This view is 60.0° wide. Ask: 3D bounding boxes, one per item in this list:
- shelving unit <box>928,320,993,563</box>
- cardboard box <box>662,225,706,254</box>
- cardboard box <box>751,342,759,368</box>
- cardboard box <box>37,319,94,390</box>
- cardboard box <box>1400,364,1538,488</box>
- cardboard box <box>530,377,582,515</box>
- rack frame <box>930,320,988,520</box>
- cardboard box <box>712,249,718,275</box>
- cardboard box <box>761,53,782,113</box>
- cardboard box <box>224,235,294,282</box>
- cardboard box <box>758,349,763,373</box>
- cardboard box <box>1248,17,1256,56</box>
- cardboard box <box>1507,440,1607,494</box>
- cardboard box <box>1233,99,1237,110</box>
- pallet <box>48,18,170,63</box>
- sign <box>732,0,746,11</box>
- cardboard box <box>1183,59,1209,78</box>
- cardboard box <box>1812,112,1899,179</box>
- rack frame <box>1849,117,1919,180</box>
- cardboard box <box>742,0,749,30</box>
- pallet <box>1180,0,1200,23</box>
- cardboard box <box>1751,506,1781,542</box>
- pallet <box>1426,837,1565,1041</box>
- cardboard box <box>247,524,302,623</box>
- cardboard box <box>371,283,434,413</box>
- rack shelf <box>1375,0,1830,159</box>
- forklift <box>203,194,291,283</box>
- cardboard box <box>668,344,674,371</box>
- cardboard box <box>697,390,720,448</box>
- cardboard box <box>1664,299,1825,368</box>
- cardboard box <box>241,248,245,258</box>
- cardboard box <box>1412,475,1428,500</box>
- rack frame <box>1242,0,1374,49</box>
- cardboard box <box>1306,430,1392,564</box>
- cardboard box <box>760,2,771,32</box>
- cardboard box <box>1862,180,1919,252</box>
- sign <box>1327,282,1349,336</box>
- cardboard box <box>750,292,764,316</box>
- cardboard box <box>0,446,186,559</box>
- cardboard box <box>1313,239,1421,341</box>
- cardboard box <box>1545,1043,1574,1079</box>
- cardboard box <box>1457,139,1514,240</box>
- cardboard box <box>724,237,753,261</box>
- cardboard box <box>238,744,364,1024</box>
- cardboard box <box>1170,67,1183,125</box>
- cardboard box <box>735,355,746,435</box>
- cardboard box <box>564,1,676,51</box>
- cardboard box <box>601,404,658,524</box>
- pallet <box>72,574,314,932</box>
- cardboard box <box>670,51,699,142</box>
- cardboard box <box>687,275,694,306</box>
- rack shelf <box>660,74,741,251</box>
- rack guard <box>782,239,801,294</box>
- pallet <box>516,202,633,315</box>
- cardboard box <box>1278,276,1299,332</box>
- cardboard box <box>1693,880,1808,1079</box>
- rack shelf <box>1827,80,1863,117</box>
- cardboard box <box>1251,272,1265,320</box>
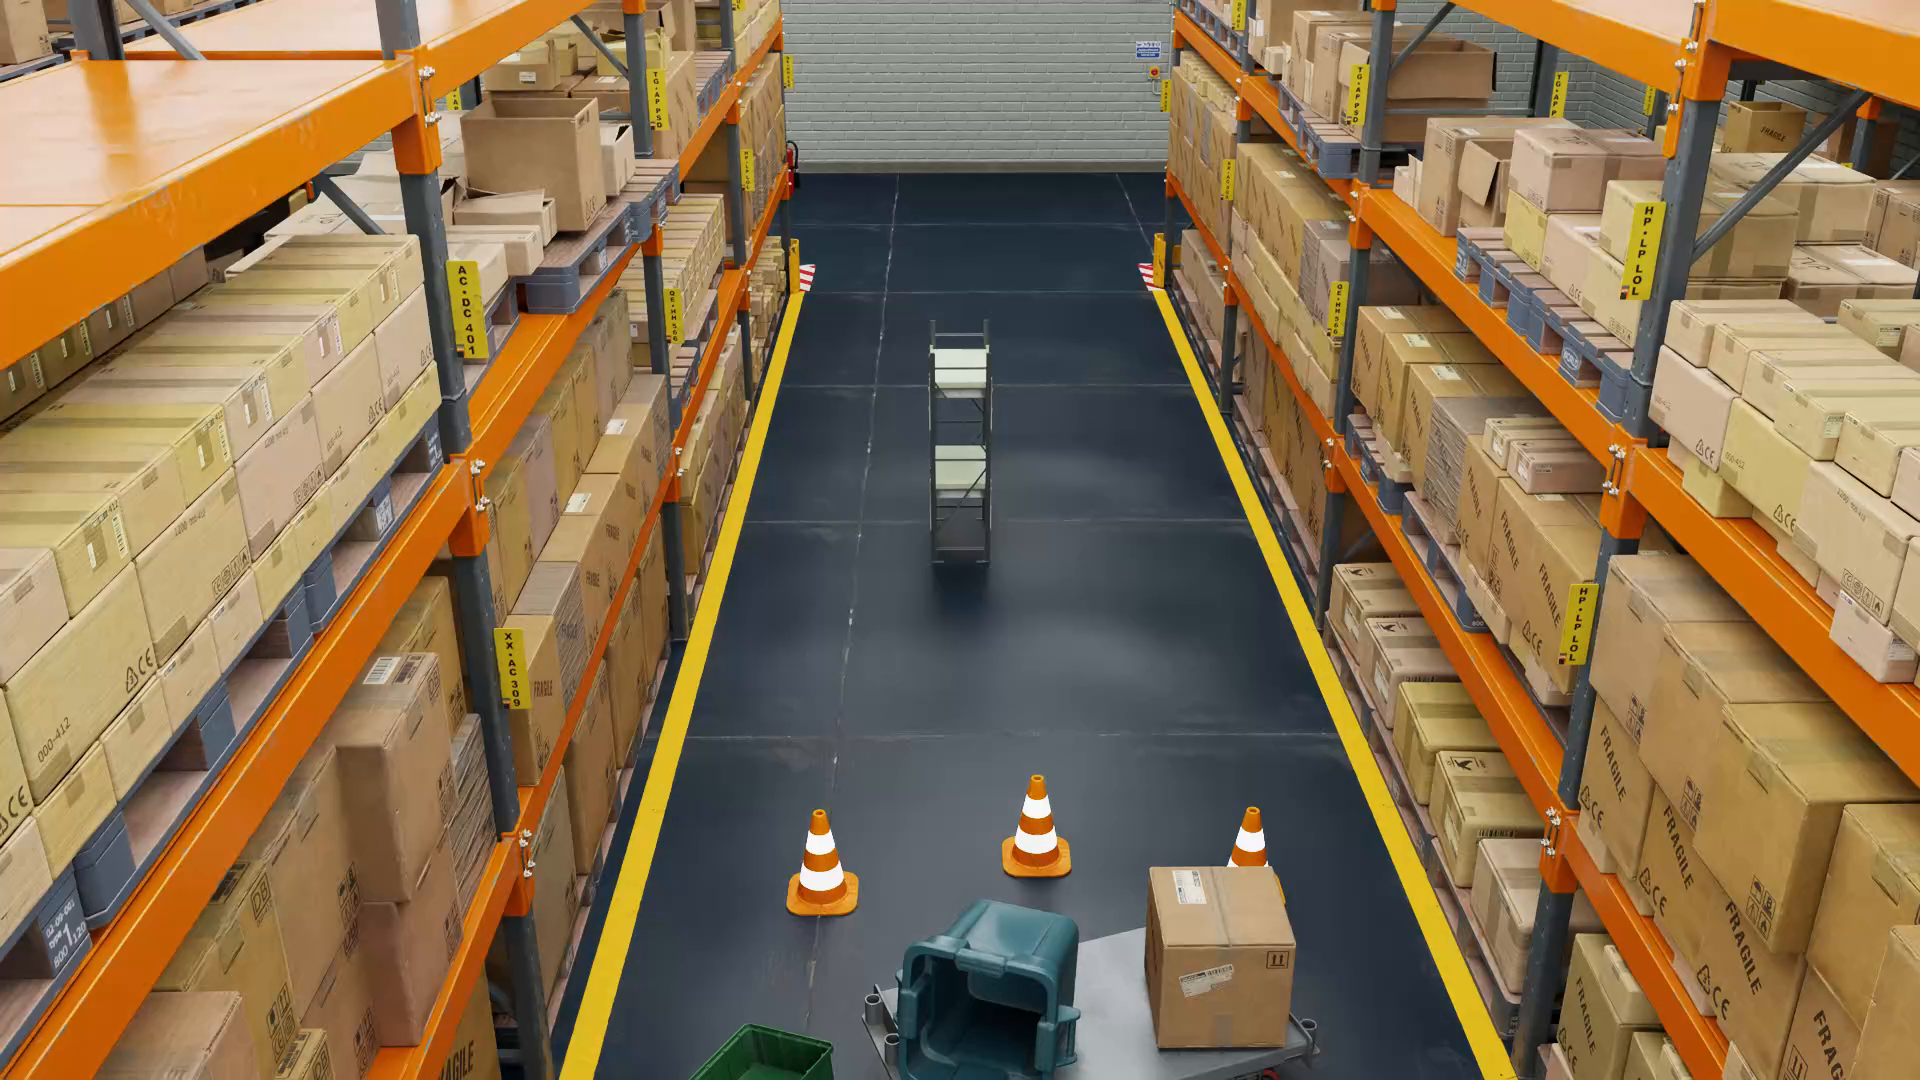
[{"bbox_3d":[0.000,-0.681,11.435,0.431,1.500,0.755,0,24,-1],"label":"shelving unit"},{"bbox_3d":[-2.034,-2.158,11.956,0.380,0.149,0.250,-1,24,-2],"label":"cardboard box"},{"bbox_3d":[-1.925,-1.581,14.194,0.380,0.149,0.250,1,24,2],"label":"cardboard box"},{"bbox_3d":[-2.480,-0.492,4.264,0.380,0.149,0.250,-1,24,-1],"label":"cardboard box"},{"bbox_3d":[2.550,-0.570,8.378,0.500,0.500,0.500,0,24,0],"label":"cardboard box"},{"bbox_3d":[-2.182,-0.439,7.746,0.700,0.500,0.500,0,24,-1],"label":"cardboard box"},{"bbox_3d":[-0.004,-0.831,11.768,0.400,1.500,0.023,0,24,-1],"label":"rack frame"},{"bbox_3d":[-2.034,-2.106,12.562,0.380,0.149,0.250,0,24,-1],"label":"cardboard box"},{"bbox_3d":[-2.031,-4.499,16.362,0.500,0.500,0.500,-1,24,-2],"label":"cardboard box"},{"bbox_3d":[-2.321,-0.931,6.079,0.500,0.250,0.500,0,24,0],"label":"cardboard box"},{"bbox_3d":[-1.926,-1.555,14.499,0.380,0.149,0.250,0,24,1],"label":"cardboard box"},{"bbox_3d":[2.363,-3.755,12.425,0.396,0.266,0.258,0,24,-1],"label":"cardboard box"},{"bbox_3d":[2.544,-0.310,7.017,0.380,0.149,0.250,-1,24,-2],"label":"cardboard box"},{"bbox_3d":[2.499,-3.600,13.947,0.380,0.149,0.250,0,24,0],"label":"cardboard box"},{"bbox_3d":[-7.200,-4.085,13.609,1.003,0.211,1.213,0,24,-1],"label":"pallet"},{"bbox_3d":[-1.686,-4.187,12.623,0.100,0.325,0.005,0,24,-1],"label":"sign"},{"bbox_3d":[2.353,-4.548,16.043,0.380,0.149,0.250,0,24,1],"label":"cardboard box"},{"bbox_3d":[7.921,-3.513,14.789,0.500,0.500,0.500,-1,24,-2],"label":"cardboard box"},{"bbox_3d":[7.671,-2.490,13.614,1.000,3.000,0.127,0,24,-1],"label":"rack frame"},{"bbox_3d":[-2.007,-4.333,13.625,0.500,0.250,0.500,0,24,-1],"label":"cardboard box"},{"bbox_3d":[2.683,-5.135,15.930,1.003,0.211,1.213,0,24,-1],"label":"pallet"},{"bbox_3d":[2.613,-0.082,4.956,0.380,0.149,0.250,0,24,-1],"label":"cardboard box"},{"bbox_3d":[2.785,1.781,7.557,1.003,0.211,1.213,0,24,-1],"label":"pallet"},{"bbox_3d":[-1.814,0.079,3.969,0.380,0.149,0.250,0,24,-1],"label":"cardboard box"},{"bbox_3d":[-1.891,-0.574,4.930,0.500,0.250,0.500,-1,24,-1],"label":"cardboard box"},{"bbox_3d":[2.773,-2.217,7.090,1.077,0.370,4.000,0,24,-1],"label":"rack shelf"},{"bbox_3d":[-4.816,-1.003,10.411,1.130,2.935,3.031,5,25,12],"label":"forklift"},{"bbox_3d":[-2.003,-1.126,10.395,0.380,0.149,0.250,1,24,2],"label":"cardboard box"},{"bbox_3d":[-1.961,-0.846,11.594,0.500,0.250,0.500,0,24,0],"label":"cardboard box"},{"bbox_3d":[2.472,-0.653,5.252,0.380,0.149,0.250,-1,24,-1],"label":"cardboard box"},{"bbox_3d":[-7.148,-2.654,16.047,0.875,0.875,0.875,0,24,-1],"label":"cardboard box"},{"bbox_3d":[2.558,-0.318,8.607,0.380,0.149,0.250,1,24,3],"label":"cardboard box"},{"bbox_3d":[2.708,-5.199,12.325,1.000,3.000,0.127,0,24,-1],"label":"rack frame"},{"bbox_3d":[2.827,-0.326,10.899,0.875,0.875,0.875,0,24,-1],"label":"cardboard box"},{"bbox_3d":[-2.010,-4.748,15.149,0.500,0.250,0.500,1,24,2],"label":"cardboard box"},{"bbox_3d":[7.453,-2.526,13.064,0.700,0.500,0.500,0,24,1],"label":"cardboard box"},{"bbox_3d":[2.196,-1.341,9.670,0.100,0.325,0.005,0,24,-1],"label":"sign"},{"bbox_3d":[-1.980,-2.138,15.066,0.380,0.149,0.250,0,24,1],"label":"cardboard box"},{"bbox_3d":[-1.811,-0.078,3.348,0.380,0.149,0.250,0,24,0],"label":"cardboard box"},{"bbox_3d":[2.484,-1.530,10.159,0.500,0.500,0.500,-1,24,-2],"label":"cardboard box"},{"bbox_3d":[2.532,2.137,6.213,0.500,0.250,0.500,-1,24,-3],"label":"cardboard box"},{"bbox_3d":[2.797,-1.603,7.888,0.797,0.503,0.637,0,24,-1],"label":"cardboard box"},{"bbox_3d":[-1.917,-2.405,13.734,0.380,0.149,0.250,1,24,1],"label":"cardboard box"},{"bbox_3d":[-2.193,0.936,4.548,0.875,0.550,0.550,0,24,-1],"label":"cardboard box"},{"bbox_3d":[2.385,-4.416,16.539,0.500,0.500,0.500,-1,24,-2],"label":"cardboard box"},{"bbox_3d":[-1.981,-1.150,13.177,0.500,0.500,0.500,-1,24,-2],"label":"cardboard box"},{"bbox_3d":[-2.355,-3.370,11.286,0.797,0.503,0.637,-1,24,-1],"label":"cardboard box"},{"bbox_3d":[-1.920,-0.409,8.893,0.500,0.500,0.500,0,24,-1],"label":"cardboard box"},{"bbox_3d":[-2.145,0.407,3.678,1.003,0.211,1.213,0,24,-1],"label":"pallet"},{"bbox_3d":[-1.961,-2.814,10.571,0.500,0.500,0.500,0,24,-1],"label":"cardboard box"},{"bbox_3d":[-2.017,-1.697,11.296,0.380,0.149,0.250,0,24,-1],"label":"cardboard box"},{"bbox_3d":[-2.219,-2.617,11.128,1.077,0.370,4.000,0,24,-1],"label":"rack shelf"},{"bbox_3d":[-2.284,-2.880,17.511,1.175,0.500,0.348,0,24,-1],"label":"rack guard"},{"bbox_3d":[-2.122,-1.308,7.592,1.003,0.211,1.213,1,24,2],"label":"pallet"},{"bbox_3d":[2.457,-1.597,11.217,0.500,0.250,0.500,-1,24,-2],"label":"cardboard box"},{"bbox_3d":[2.542,1.246,4.873,0.500,0.500,0.500,0,24,-1],"label":"cardboard box"},{"bbox_3d":[7.649,-4.353,14.967,1.077,0.370,4.000,0,24,-1],"label":"rack shelf"},{"bbox_3d":[2.445,-1.790,12.251,0.500,0.250,0.500,0,24,-1],"label":"cardboard box"}]
